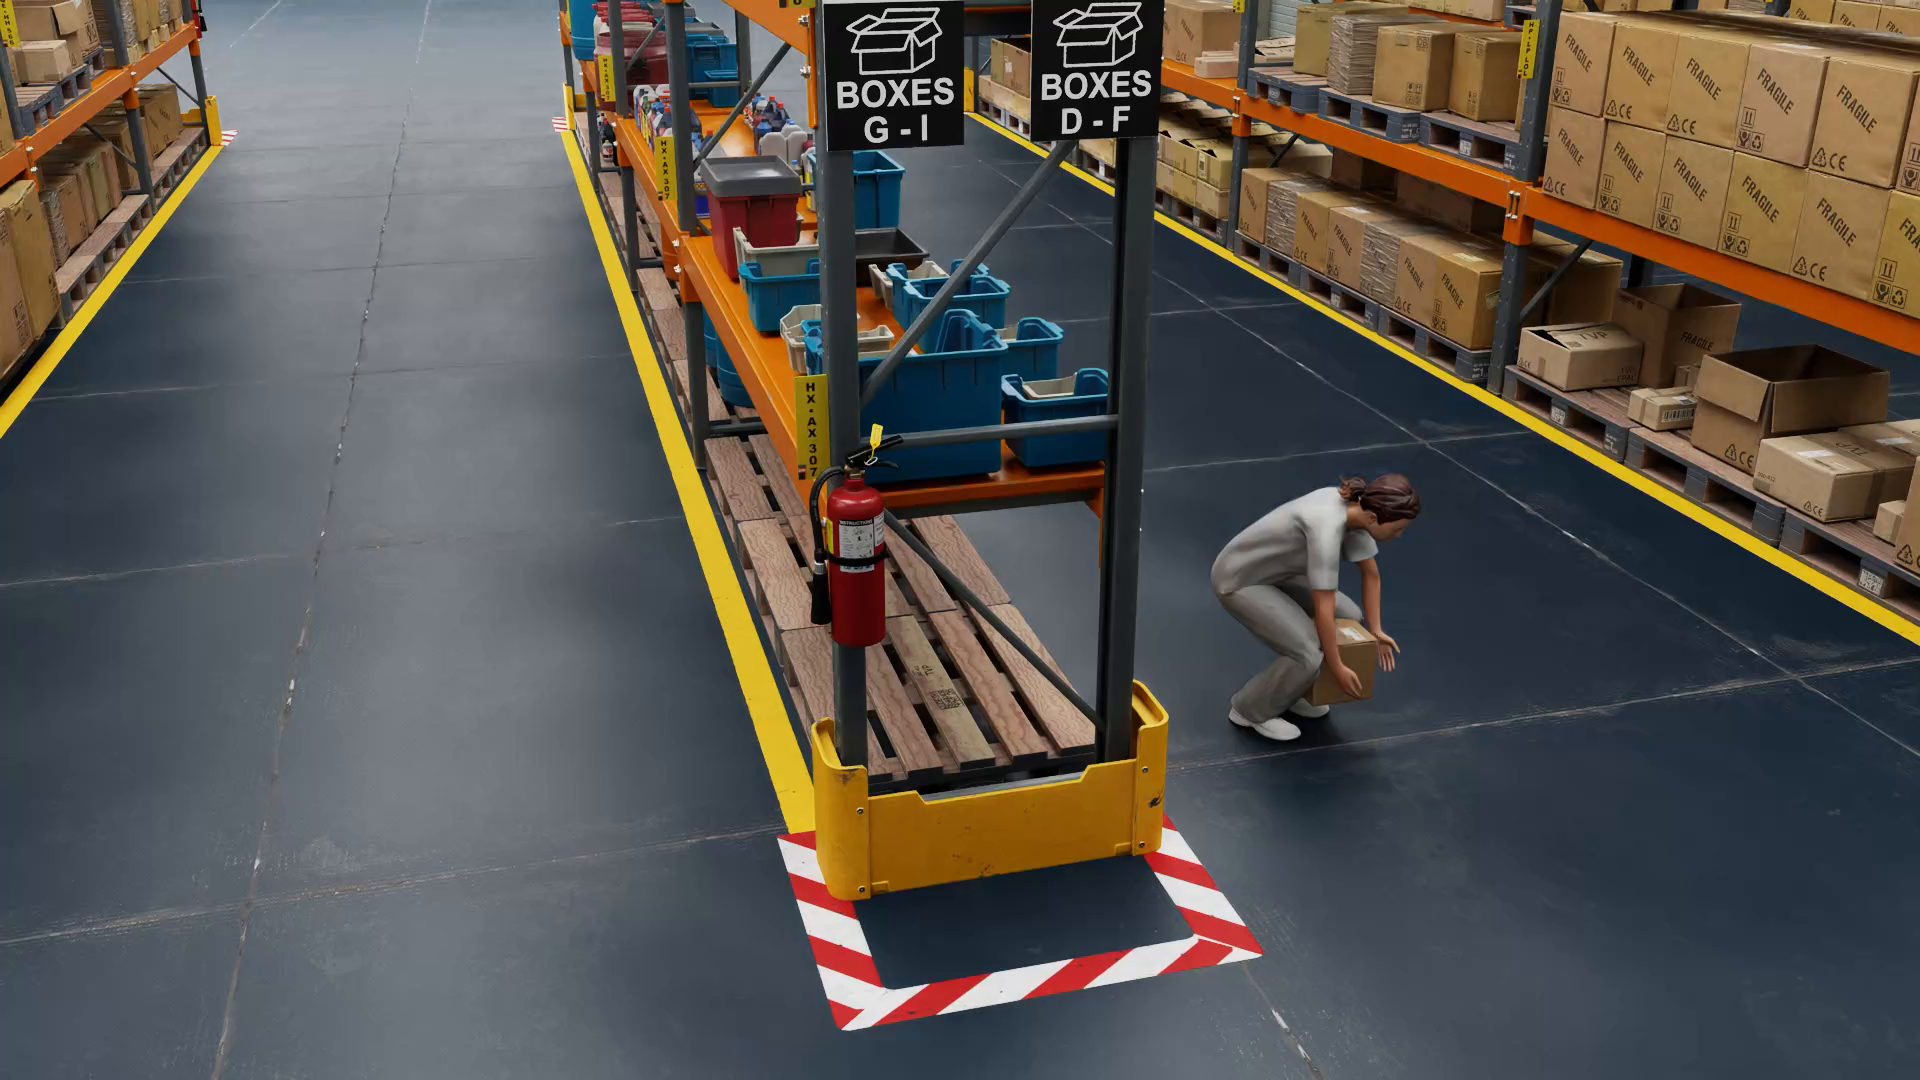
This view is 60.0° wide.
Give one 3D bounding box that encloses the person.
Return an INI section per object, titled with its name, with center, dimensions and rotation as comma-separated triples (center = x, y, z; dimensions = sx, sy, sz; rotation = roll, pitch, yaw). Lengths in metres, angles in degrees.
[person]
center = 1.339, 0.214, 6.341
dimensions = 0.750, 1.095, 0.493
rotation = 17, 28, 34
